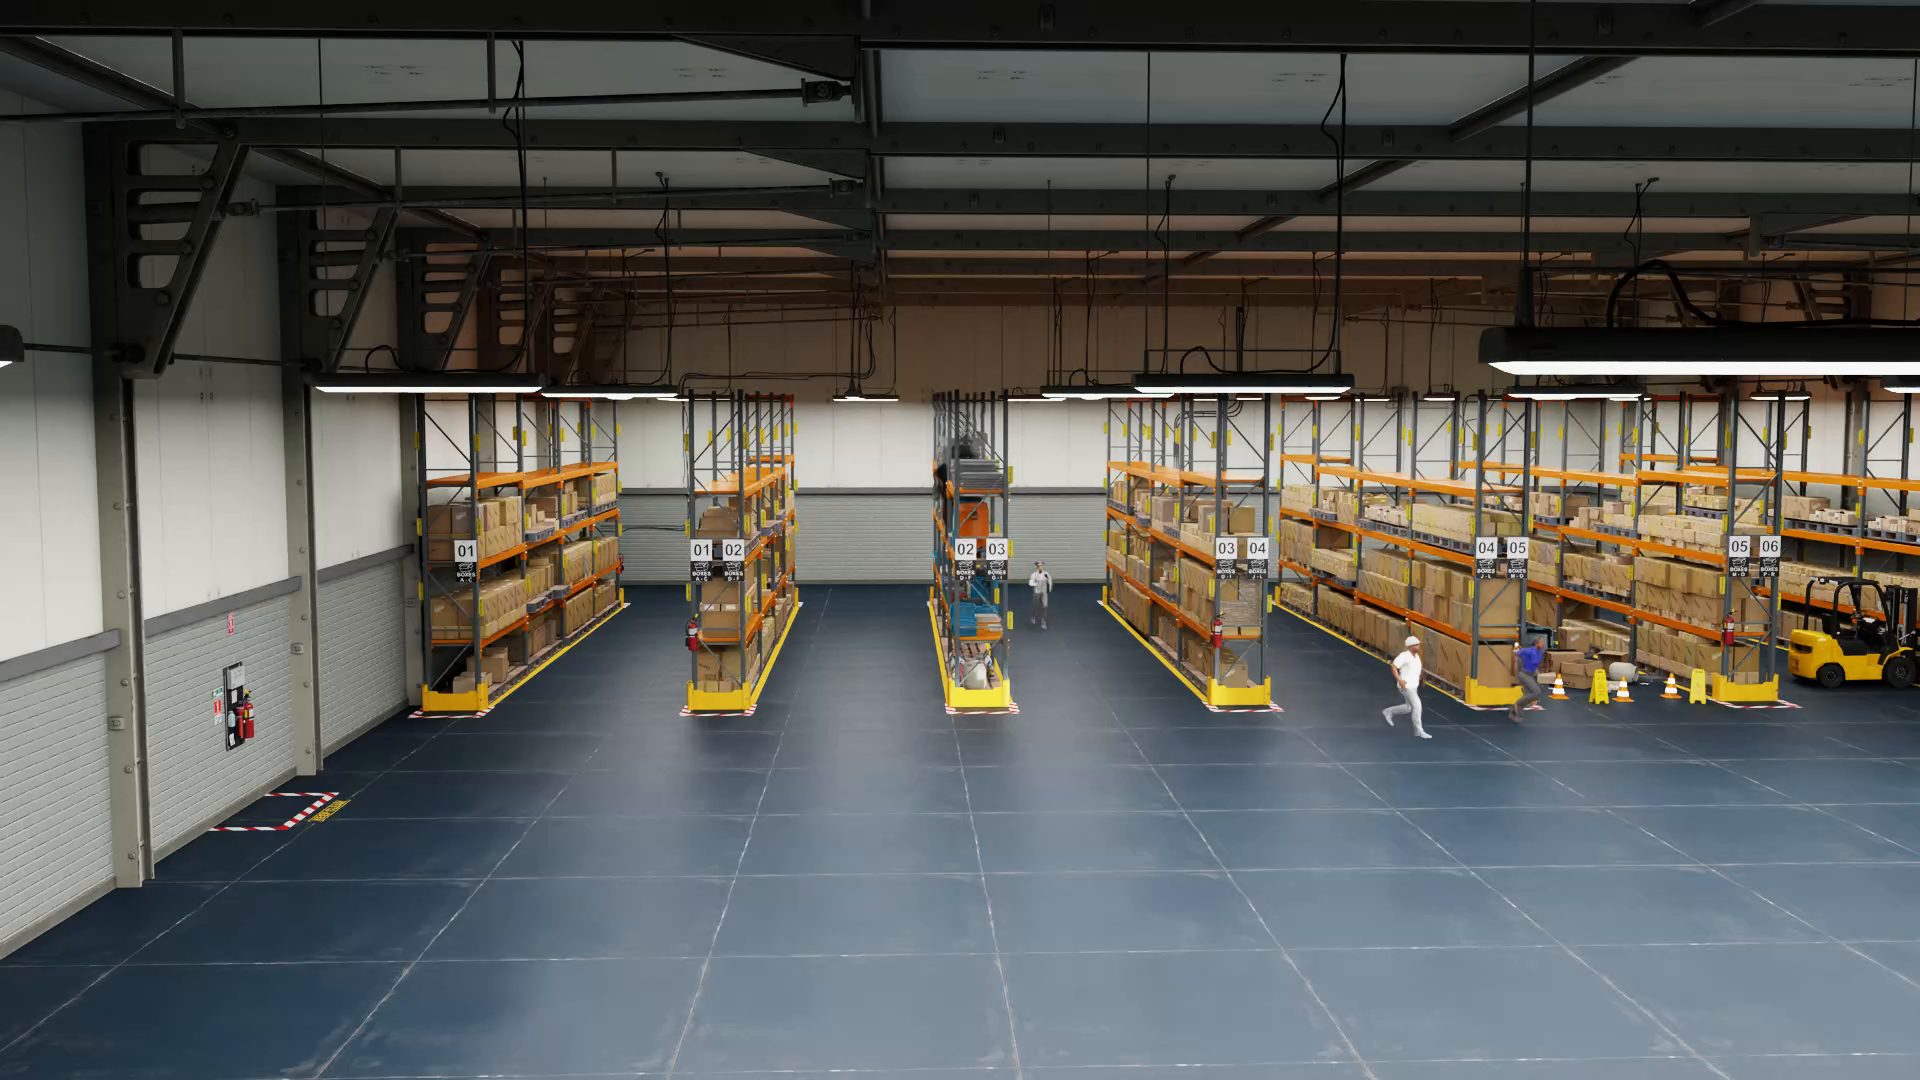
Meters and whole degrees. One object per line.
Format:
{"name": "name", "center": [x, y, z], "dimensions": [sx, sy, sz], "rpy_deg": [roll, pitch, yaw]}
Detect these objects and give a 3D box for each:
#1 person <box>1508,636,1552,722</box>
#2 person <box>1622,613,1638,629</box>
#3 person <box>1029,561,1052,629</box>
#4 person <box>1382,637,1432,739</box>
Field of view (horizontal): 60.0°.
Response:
{"name": "person", "center": [10.245, 2.504, 29.881], "dimensions": [0.760, 1.564, 0.562], "rpy_deg": [4, 6, 41]}
{"name": "person", "center": [16.531, 1.527, 40.786], "dimensions": [0.706, 1.749, 0.824], "rpy_deg": [0, 5, -4]}
{"name": "person", "center": [2.067, 1.394, 42.783], "dimensions": [0.621, 1.746, 0.880], "rpy_deg": [-1, 5, -7]}
{"name": "person", "center": [7.707, 2.524, 28.695], "dimensions": [0.902, 1.749, 0.726], "rpy_deg": [4, 6, 38]}
